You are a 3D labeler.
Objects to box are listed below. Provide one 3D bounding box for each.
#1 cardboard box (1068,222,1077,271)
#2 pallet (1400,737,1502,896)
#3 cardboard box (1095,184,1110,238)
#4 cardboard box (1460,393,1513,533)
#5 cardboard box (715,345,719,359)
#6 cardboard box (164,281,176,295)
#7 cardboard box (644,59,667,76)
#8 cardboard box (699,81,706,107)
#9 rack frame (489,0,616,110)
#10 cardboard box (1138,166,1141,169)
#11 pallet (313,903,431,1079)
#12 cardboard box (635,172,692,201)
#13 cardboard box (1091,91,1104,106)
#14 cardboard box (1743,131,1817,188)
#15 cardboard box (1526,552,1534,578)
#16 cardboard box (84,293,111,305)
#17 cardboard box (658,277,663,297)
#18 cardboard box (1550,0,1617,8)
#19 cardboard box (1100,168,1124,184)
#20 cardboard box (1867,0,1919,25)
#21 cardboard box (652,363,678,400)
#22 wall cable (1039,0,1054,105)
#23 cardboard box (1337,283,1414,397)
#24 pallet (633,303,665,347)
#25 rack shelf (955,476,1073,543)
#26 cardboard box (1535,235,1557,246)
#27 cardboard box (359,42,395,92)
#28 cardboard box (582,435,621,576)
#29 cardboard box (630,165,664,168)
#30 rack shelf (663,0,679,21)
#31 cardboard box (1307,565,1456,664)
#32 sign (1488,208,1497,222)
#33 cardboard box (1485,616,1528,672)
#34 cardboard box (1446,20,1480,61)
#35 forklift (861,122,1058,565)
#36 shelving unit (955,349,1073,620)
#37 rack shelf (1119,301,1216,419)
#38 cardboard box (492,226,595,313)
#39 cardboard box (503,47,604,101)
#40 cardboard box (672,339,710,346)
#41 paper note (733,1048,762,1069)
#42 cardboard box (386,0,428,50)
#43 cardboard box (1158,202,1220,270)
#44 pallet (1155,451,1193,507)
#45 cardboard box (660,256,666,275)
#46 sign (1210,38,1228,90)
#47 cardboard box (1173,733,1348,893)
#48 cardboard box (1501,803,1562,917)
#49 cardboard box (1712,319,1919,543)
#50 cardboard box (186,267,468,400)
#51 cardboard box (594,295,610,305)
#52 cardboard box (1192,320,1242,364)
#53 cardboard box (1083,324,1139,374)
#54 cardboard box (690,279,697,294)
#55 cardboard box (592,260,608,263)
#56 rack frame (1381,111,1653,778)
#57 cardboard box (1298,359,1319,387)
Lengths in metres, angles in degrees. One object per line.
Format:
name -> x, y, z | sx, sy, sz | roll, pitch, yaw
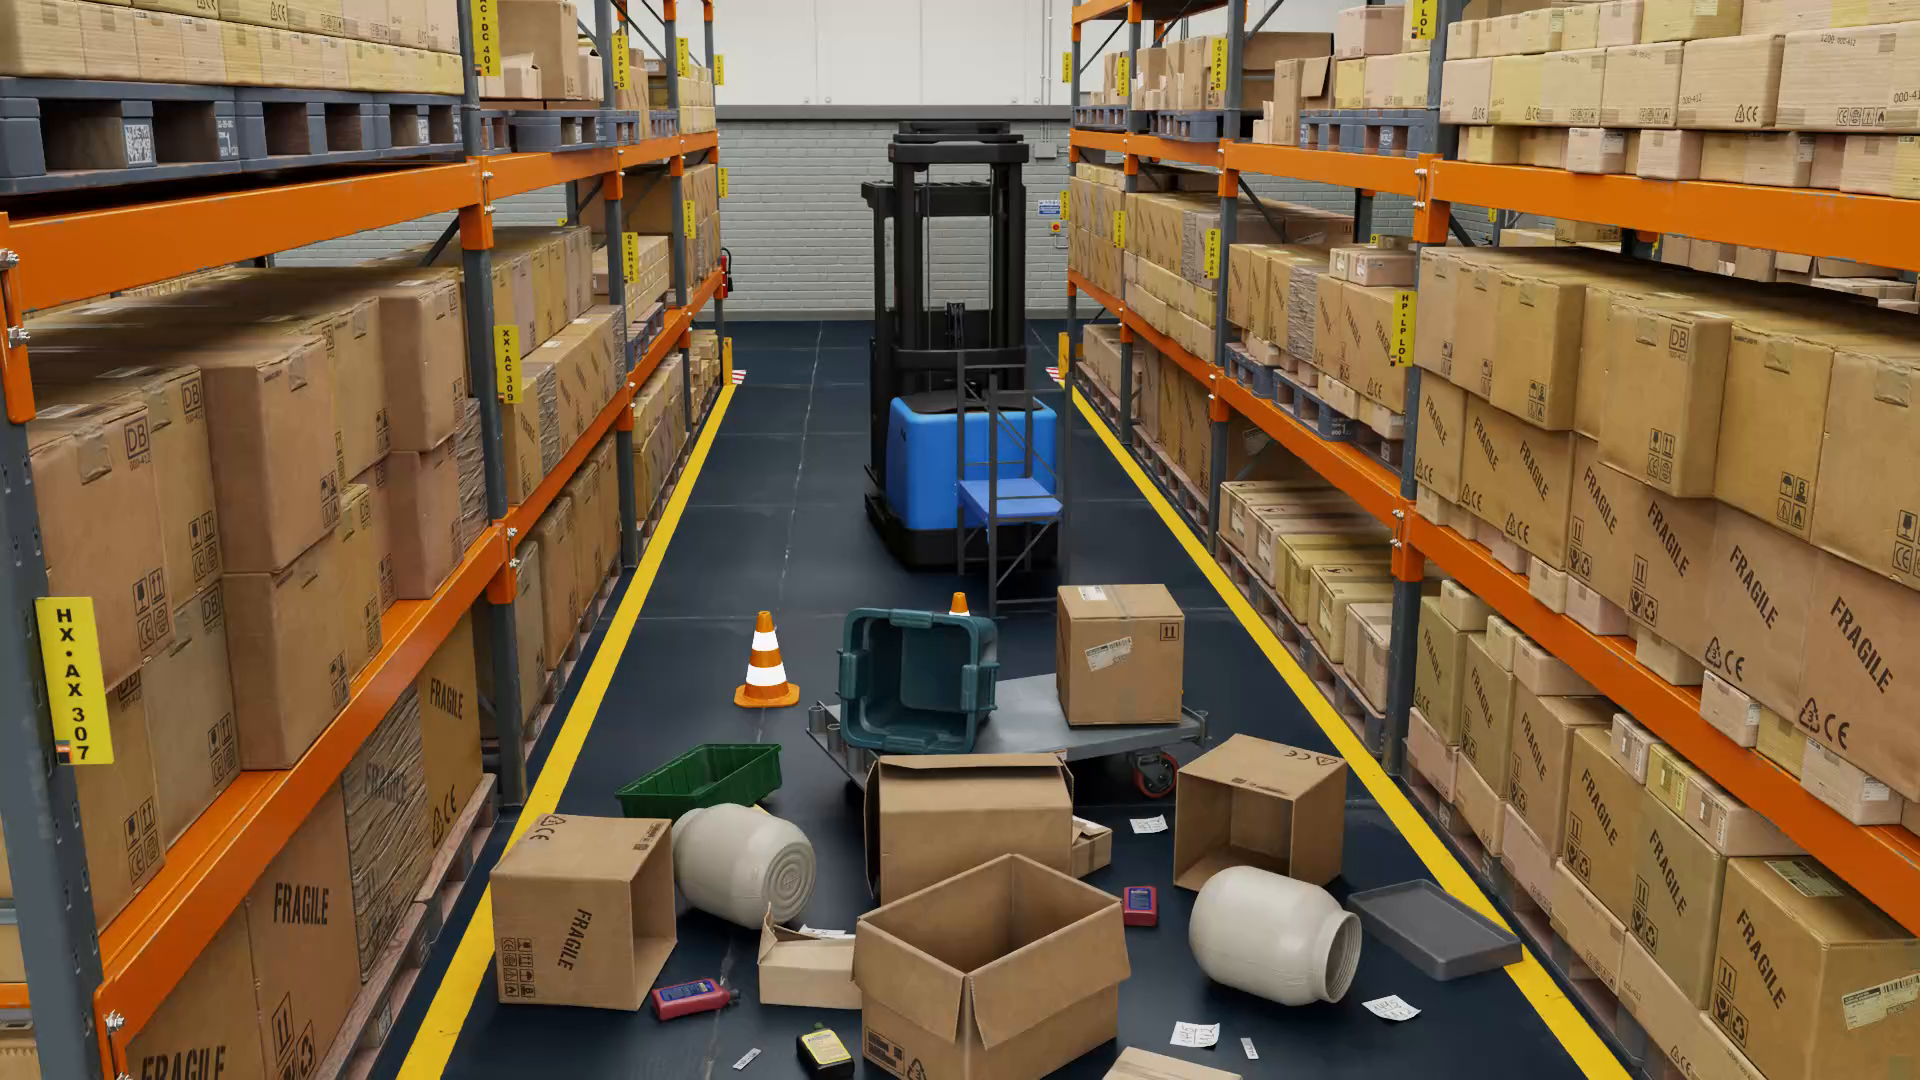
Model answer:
cardboard box -> 1.489, -3.278, 18.545 | 0.500, 0.500, 0.500 | -1, 14, -4
pallet -> 2.566, 1.148, 7.139 | 1.003, 0.211, 1.213 | -1, 14, -3
cardboard box -> 1.625, -3.257, 16.457 | 0.500, 0.500, 0.500 | -1, 14, -3
cardboard box -> 2.293, -0.323, 6.464 | 0.500, 0.500, 0.500 | -1, 14, -4
cardboard box -> -2.871, -2.091, 18.416 | 0.380, 0.149, 0.250 | -1, 14, -5
cardboard box -> -7.635, -2.358, 15.677 | 0.380, 0.149, 0.250 | -1, 14, -5
cardboard box -> -2.717, -4.148, 14.606 | 0.380, 0.149, 0.250 | -1, 14, -4
cardboard box -> -2.844, -4.508, 16.807 | 0.500, 0.250, 0.500 | -1, 14, -3
rack frame -> -2.693, -4.167, 10.163 | 1.000, 3.000, 0.127 | -1, 14, -3
cardboard box -> 2.028, -3.859, 17.494 | 0.380, 0.149, 0.250 | -1, 14, -4
pallet -> -2.397, 1.578, 5.470 | 1.003, 0.211, 1.213 | -1, 14, -3
cardboard box -> -2.773, -3.178, 15.554 | 0.500, 0.500, 0.500 | -1, 14, -5
cardboard box -> 1.584, -4.662, 17.565 | 0.380, 0.149, 0.250 | 0, 14, -1
cardboard box -> 2.393, -1.042, 4.543 | 0.380, 0.149, 0.250 | -1, 14, -4
cardboard box -> 2.331, 0.092, 6.154 | 0.380, 0.149, 0.250 | -1, 14, -4
cardboard box -> -7.596, -2.141, 14.129 | 0.500, 0.500, 0.500 | -1, 14, -3
cardboard box -> -2.688, -2.116, 13.892 | 0.380, 0.149, 0.250 | -1, 14, -4
cardboard box -> 2.812, -2.469, 8.039 | 0.500, 0.250, 0.500 | -1, 14, -5
cardboard box -> 1.611, -3.656, 16.709 | 0.380, 0.149, 0.250 | -1, 14, -3
cardboard box -> 2.410, -1.298, 3.937 | 0.380, 0.149, 0.250 | -1, 14, -4
cardboard box -> -2.624, -1.303, 13.740 | 0.500, 0.250, 0.500 | 0, 14, -1
wall cable -> 1.112, -7.669, 23.772 | 0.463, 3.000, 0.029 | -1, 14, -3
cardboard box -> 2.200, -0.999, 8.249 | 0.500, 0.500, 0.500 | -1, 14, -3
pallet -> -2.856, -1.661, 12.846 | 1.003, 0.211, 1.213 | -1, 14, -3
rack shelf -> 0.326, -0.205, 10.533 | 0.538, 0.185, 1.000 | -3, 15, -11
cardboard box -> 6.525, -3.134, 17.889 | 0.500, 0.250, 0.500 | -1, 14, -4
cardboard box -> -2.040, -1.512, 5.323 | 0.380, 0.149, 0.250 | -1, 14, -3
cardboard box -> -2.745, -0.223, 10.545 | 1.050, 0.750, 0.750 | -1, 14, -4
cardboard box -> -3.388, -3.687, 17.532 | 0.500, 0.500, 0.500 | 0, 14, -2
rack shelf -> -2.817, -4.122, 12.236 | 1.077, 0.370, 4.000 | -1, 14, -3
cardboard box -> 2.406, 0.392, 8.916 | 0.950, 0.372, 0.625 | 0, 14, 0
sign -> 6.158, -3.841, 19.199 | 0.100, 0.325, 0.005 | -1, 14, -3
cardboard box -> 2.238, 0.393, 6.347 | 0.380, 0.149, 0.250 | 0, 14, -1
cardboard box -> 2.183, -2.002, 6.673 | 0.380, 0.149, 0.250 | -1, 14, -4
forklift -> -0.119, -1.574, 12.260 | 1.130, 2.935, 3.031 | -3, 15, -11
shelving unit -> 0.326, -0.379, 10.488 | 0.538, 1.500, 1.048 | -3, 15, -11
rack shelf -> 2.118, -1.512, 13.328 | 1.077, 0.370, 4.000 | -1, 14, -3
cardboard box -> -2.675, -1.683, 10.339 | 0.700, 0.500, 0.500 | -1, 14, -4
cardboard box -> -2.329, -2.668, 9.491 | 0.500, 0.311, 0.500 | -1, 14, -3
cardboard box -> -2.849, -2.043, 17.633 | 0.380, 0.149, 0.250 | -1, 15, -6
paper note -> -0.694, 1.693, 5.427 | 0.032, 0.001, 0.123 | 7, 16, 26
cardboard box -> -2.127, -1.799, 5.638 | 0.500, 0.250, 0.500 | -1, 14, -4
cardboard box -> 1.860, -2.398, 13.118 | 0.500, 0.500, 0.500 | -1, 14, -4
pallet -> 2.195, -0.513, 13.596 | 1.003, 0.211, 1.213 | -1, 14, -3
cardboard box -> -2.701, -2.321, 14.092 | 0.380, 0.149, 0.250 | -1, 14, -3
sign -> 1.687, -3.098, 10.832 | 0.100, 0.325, 0.005 | -1, 14, -3
cardboard box -> 1.198, 1.128, 6.633 | 0.500, 0.500, 0.500 | 10, 18, 35
cardboard box -> 2.336, 1.175, 6.115 | 0.500, 0.250, 0.500 | -1, 14, -4
cardboard box -> 2.464, -0.300, 4.369 | 0.700, 0.500, 0.500 | -1, 14, -3
cardboard box -> -2.456, -0.770, 6.532 | 0.875, 0.550, 0.550 | -1, 14, -3
cardboard box -> -2.522, -1.611, 11.332 | 0.380, 0.149, 0.250 | 0, 14, -1
cardboard box -> 1.951, -1.412, 11.797 | 0.500, 0.250, 0.500 | -1, 14, -5
cardboard box -> 1.887, -2.153, 18.673 | 0.875, 0.438, 0.875 | -1, 14, -5
cardboard box -> -2.752, -2.470, 16.112 | 0.380, 0.149, 0.250 | -1, 14, -2
cardboard box -> -2.574, -1.943, 12.027 | 0.380, 0.149, 0.250 | -1, 15, -6
rack frame -> 2.489, -0.369, 7.439 | 1.000, 3.000, 0.127 | -1, 14, -3
cardboard box -> 2.128, -0.959, 9.394 | 0.380, 0.149, 0.250 | 0, 14, -2
